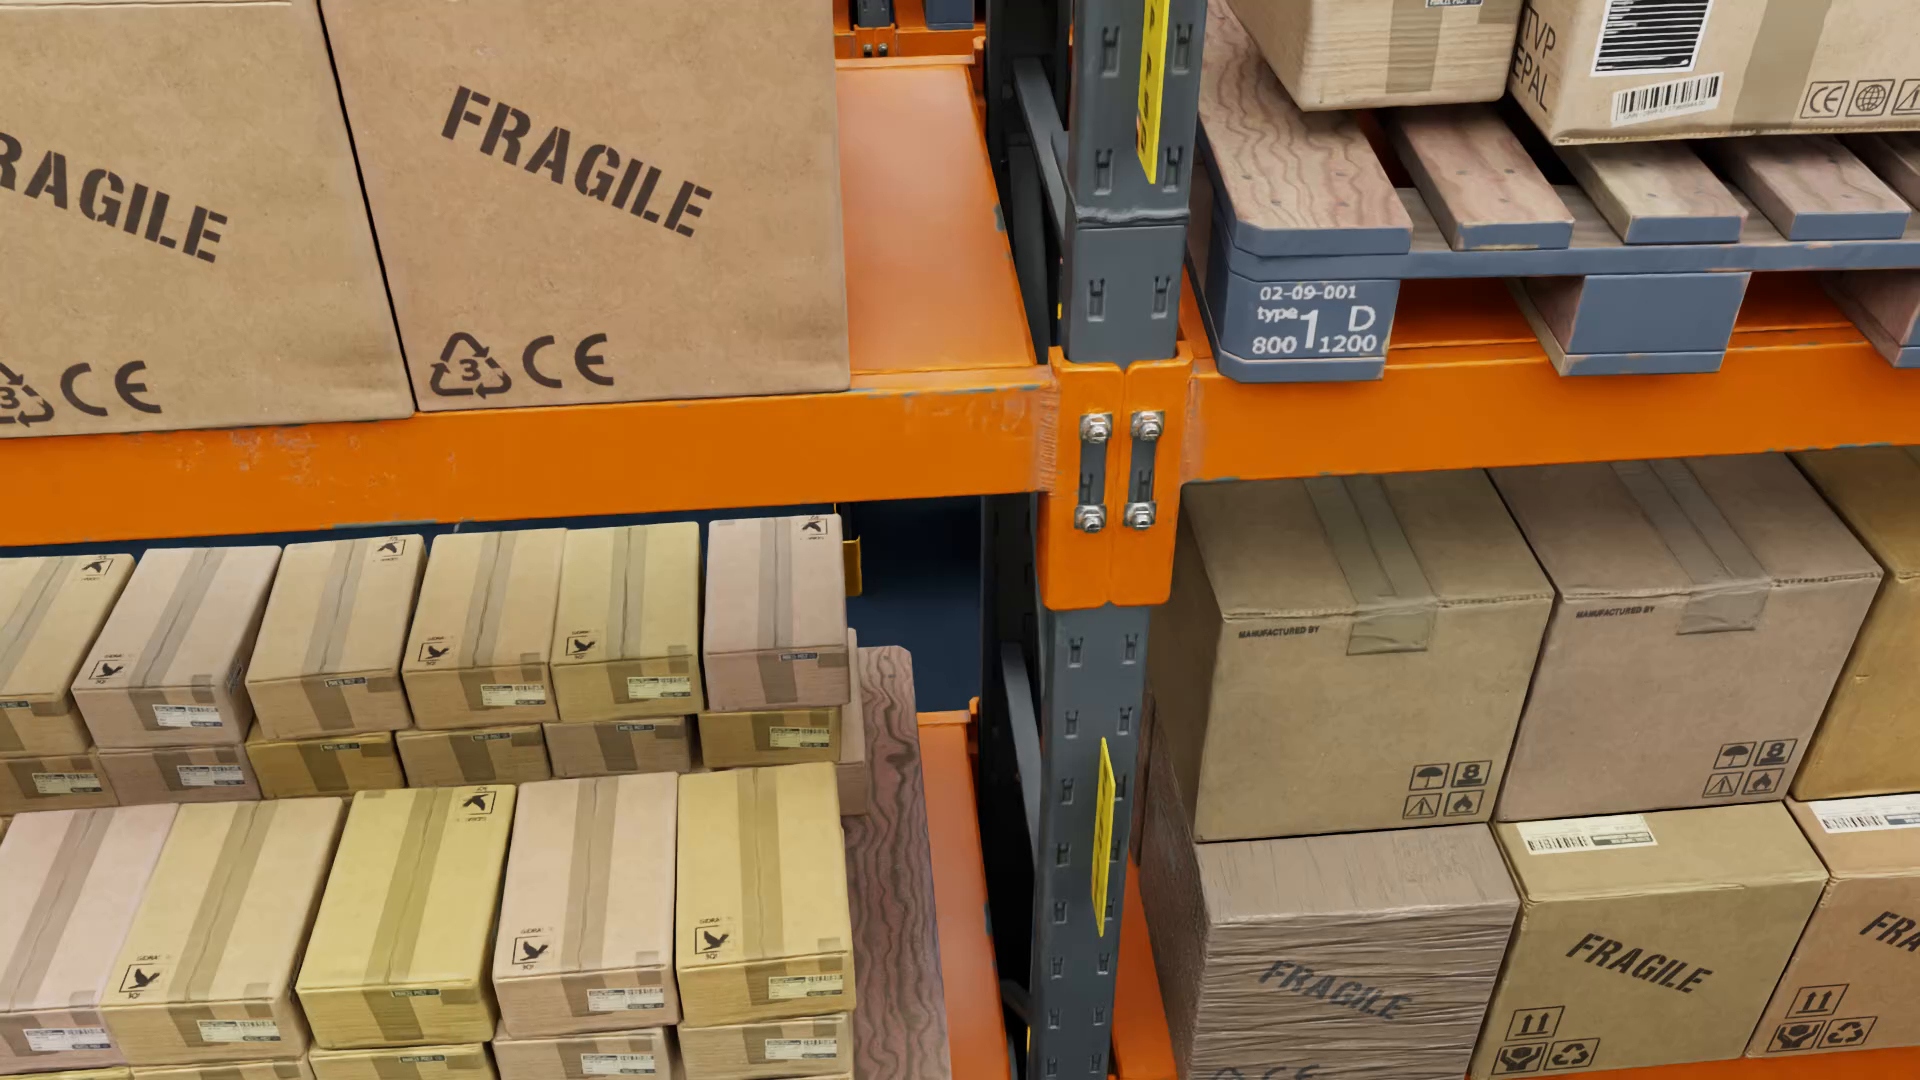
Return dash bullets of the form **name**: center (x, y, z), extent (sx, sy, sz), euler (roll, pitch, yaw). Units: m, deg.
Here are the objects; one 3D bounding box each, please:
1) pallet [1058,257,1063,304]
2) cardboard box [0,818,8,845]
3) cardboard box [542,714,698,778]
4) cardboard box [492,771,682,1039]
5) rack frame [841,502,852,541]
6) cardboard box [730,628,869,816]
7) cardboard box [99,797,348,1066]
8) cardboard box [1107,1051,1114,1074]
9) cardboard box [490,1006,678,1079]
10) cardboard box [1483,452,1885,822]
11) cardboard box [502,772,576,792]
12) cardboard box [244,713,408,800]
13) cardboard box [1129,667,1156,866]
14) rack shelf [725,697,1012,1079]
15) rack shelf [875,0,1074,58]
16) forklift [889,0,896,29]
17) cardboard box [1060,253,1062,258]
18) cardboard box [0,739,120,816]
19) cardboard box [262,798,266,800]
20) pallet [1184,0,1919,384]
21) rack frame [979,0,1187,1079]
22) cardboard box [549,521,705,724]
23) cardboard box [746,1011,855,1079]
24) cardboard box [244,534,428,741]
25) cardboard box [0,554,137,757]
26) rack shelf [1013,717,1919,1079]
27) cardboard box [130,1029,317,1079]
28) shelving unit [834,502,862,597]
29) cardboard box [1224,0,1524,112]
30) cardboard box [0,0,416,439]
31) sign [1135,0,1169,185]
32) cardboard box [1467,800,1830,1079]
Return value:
- **pallet**: center (0.388, -1.474, 7.948), extent (1.213, 0.211, 1.003), euler (-3, 38, -4)
- **cardboard box**: center (-1.588, 0.601, 2.450), extent (0.250, 0.149, 0.380), euler (-1, 38, -2)
- **cardboard box**: center (-0.621, 0.258, 3.125), extent (0.250, 0.149, 0.380), euler (-1, 38, -2)
- **cardboard box**: center (-0.550, 0.544, 2.522), extent (0.250, 0.149, 0.380), euler (-4, 38, -5)
- **rack frame**: center (-0.421, -0.566, 5.756), extent (0.032, 1.500, 0.500), euler (-3, 38, -4)
- **cardboard box**: center (-0.315, 0.356, 3.241), extent (0.250, 0.149, 0.380), euler (-4, 38, -5)
- **cardboard box**: center (-1.076, 0.576, 2.482), extent (0.250, 0.149, 0.380), euler (-2, 38, -3)
- **cardboard box**: center (0.763, 1.262, 3.706), extent (0.750, 0.750, 1.050), euler (-4, 38, -5)
- **cardboard box**: center (-0.569, 0.663, 2.612), extent (0.250, 0.149, 0.380), euler (-2, 38, -2)
- **cardboard box**: center (1.100, 0.043, 2.886), extent (0.500, 0.500, 0.700), euler (-4, 38, -5)
- **cardboard box**: center (-0.851, 0.385, 3.204), extent (0.250, 0.149, 0.380), euler (-1, 38, -2)
- **cardboard box**: center (-1.138, 0.288, 3.086), extent (0.250, 0.149, 0.380), euler (-3, 38, -4)
- **cardboard box**: center (0.573, 0.292, 3.377), extent (0.500, 0.500, 0.500), euler (-3, 38, -4)
- **rack shelf**: center (-1.844, 0.914, 3.251), extent (4.000, 0.370, 1.077), euler (-3, 38, -4)
- **rack shelf**: center (1.601, -2.354, 7.393), extent (4.000, 0.370, 1.077), euler (-3, 38, -4)
- **forklift**: center (-0.220, -4.506, 9.595), extent (1.130, 2.935, 3.031), euler (-1, 38, -2)
- **cardboard box**: center (0.173, -1.685, 7.746), extent (0.625, 0.372, 0.950), euler (-6, 39, -7)
- **cardboard box**: center (-1.634, 0.313, 3.055), extent (0.250, 0.149, 0.380), euler (-3, 38, -4)
- **cardboard box**: center (-1.385, 0.417, 3.163), extent (0.250, 0.149, 0.380), euler (-2, 38, -2)
- **pallet**: center (0.785, -0.650, 2.383), extent (1.003, 0.211, 1.213), euler (-1, 38, -2)
- **rack frame**: center (0.148, 0.522, 3.167), extent (0.127, 3.000, 1.000), euler (-3, 38, -4)
- **cardboard box**: center (-0.597, 0.144, 3.029), extent (0.250, 0.149, 0.380), euler (-4, 38, -5)
- **cardboard box**: center (-0.303, 0.766, 2.721), extent (0.250, 0.149, 0.380), euler (-3, 38, -3)
- **cardboard box**: center (-1.105, 0.169, 2.997), extent (0.250, 0.149, 0.380), euler (-5, 39, -6)
- **cardboard box**: center (-1.638, 0.201, 2.957), extent (0.250, 0.149, 0.380), euler (-2, 38, -3)
- **rack shelf**: center (2.140, 0.695, 3.529), extent (4.000, 0.370, 1.077), euler (-3, 38, -4)
- **cardboard box**: center (-1.080, 0.692, 2.575), extent (0.250, 0.149, 0.380), euler (-3, 38, -4)
- **shelving unit**: center (0.076, -0.593, 5.791), extent (1.083, 1.500, 0.587), euler (-3, 38, -4)
- **cardboard box**: center (0.495, -0.681, 2.053), extent (0.250, 0.149, 0.380), euler (-5, 39, -6)
- **cardboard box**: center (-0.895, -0.471, 1.923), extent (0.500, 0.500, 0.500), euler (-3, 38, -4)
- **sign**: center (0.194, -0.524, 1.653), extent (0.005, 0.325, 0.100), euler (-3, 38, -4)
- **cardboard box**: center (1.125, 0.595, 2.994), extent (0.500, 0.500, 0.500), euler (-3, 38, -4)
